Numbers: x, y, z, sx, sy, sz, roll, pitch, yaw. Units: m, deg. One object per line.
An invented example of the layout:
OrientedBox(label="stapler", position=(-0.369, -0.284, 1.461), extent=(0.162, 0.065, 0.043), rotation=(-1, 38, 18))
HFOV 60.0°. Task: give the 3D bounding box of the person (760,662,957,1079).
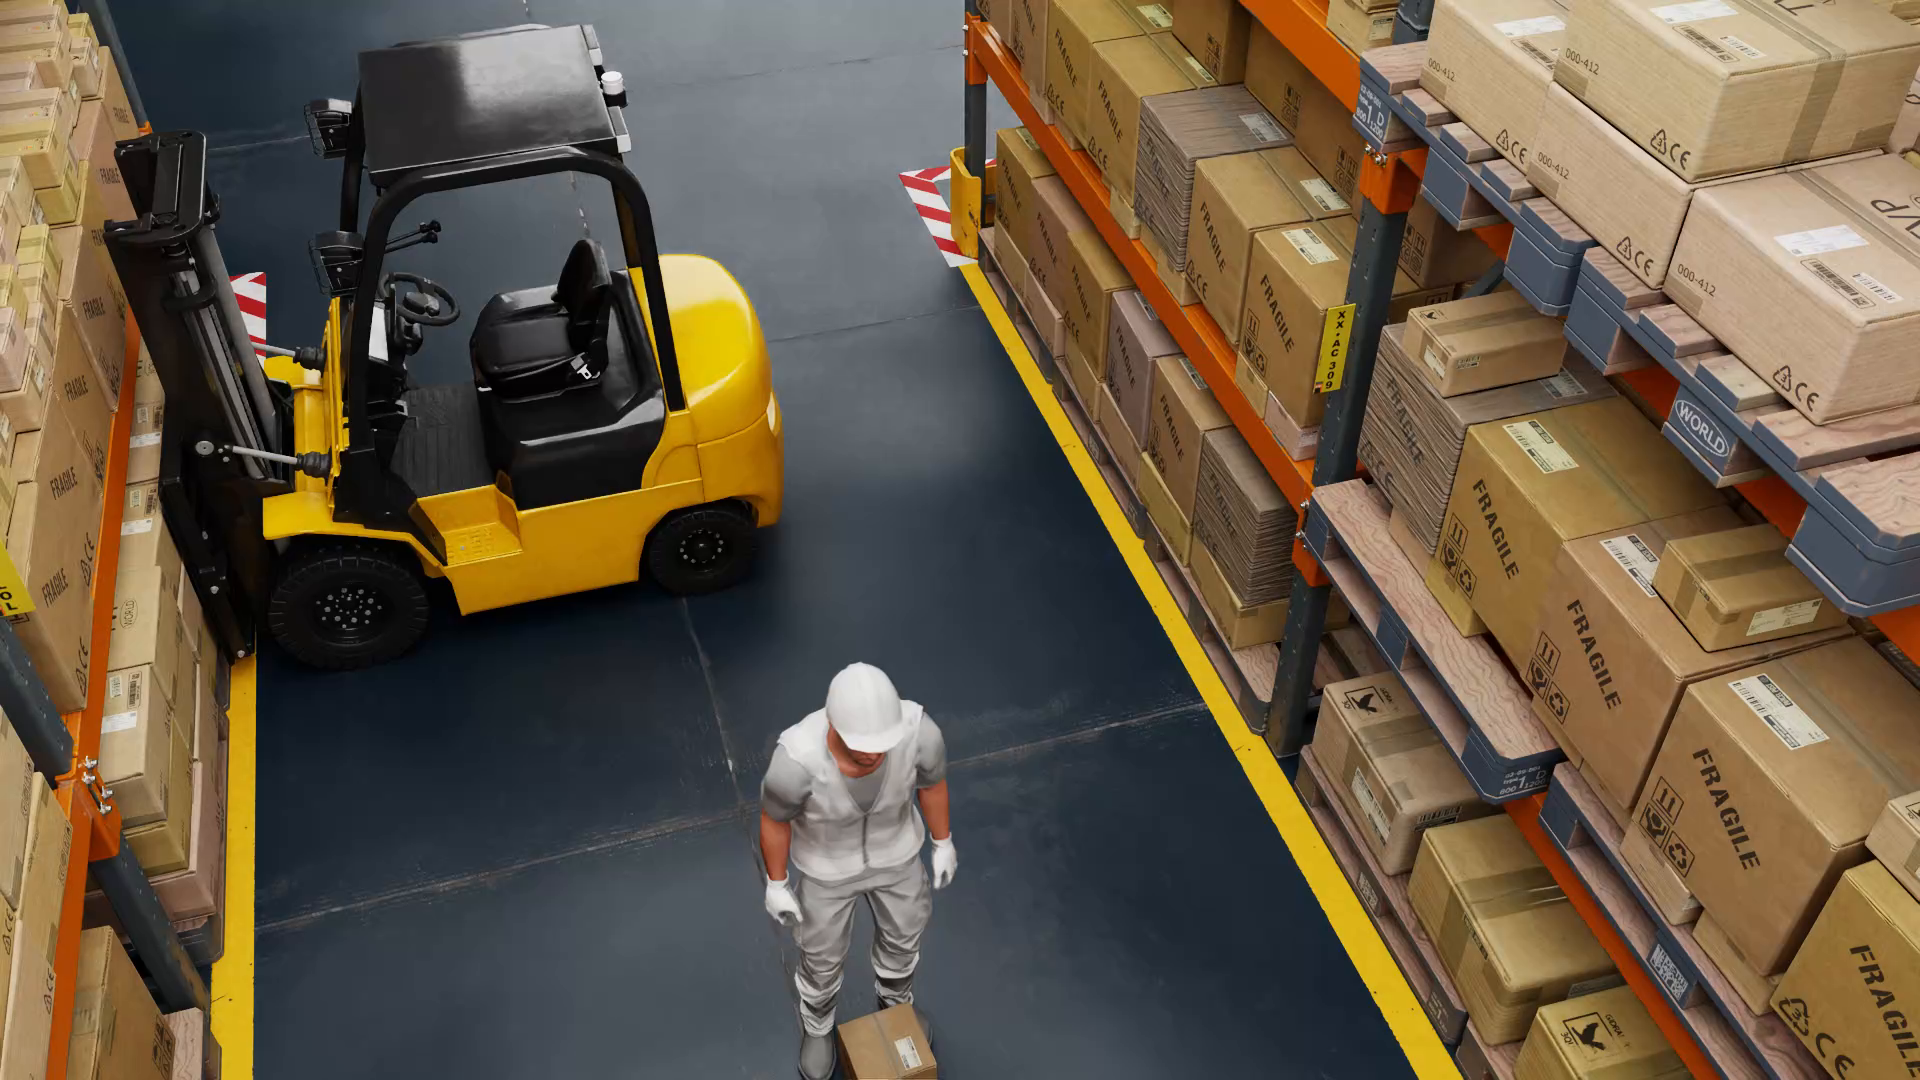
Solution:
OrientedBox(label="person", position=(-0.300, 0.992, 5.042), extent=(0.609, 1.779, 0.454), rotation=(-12, 43, -13))
